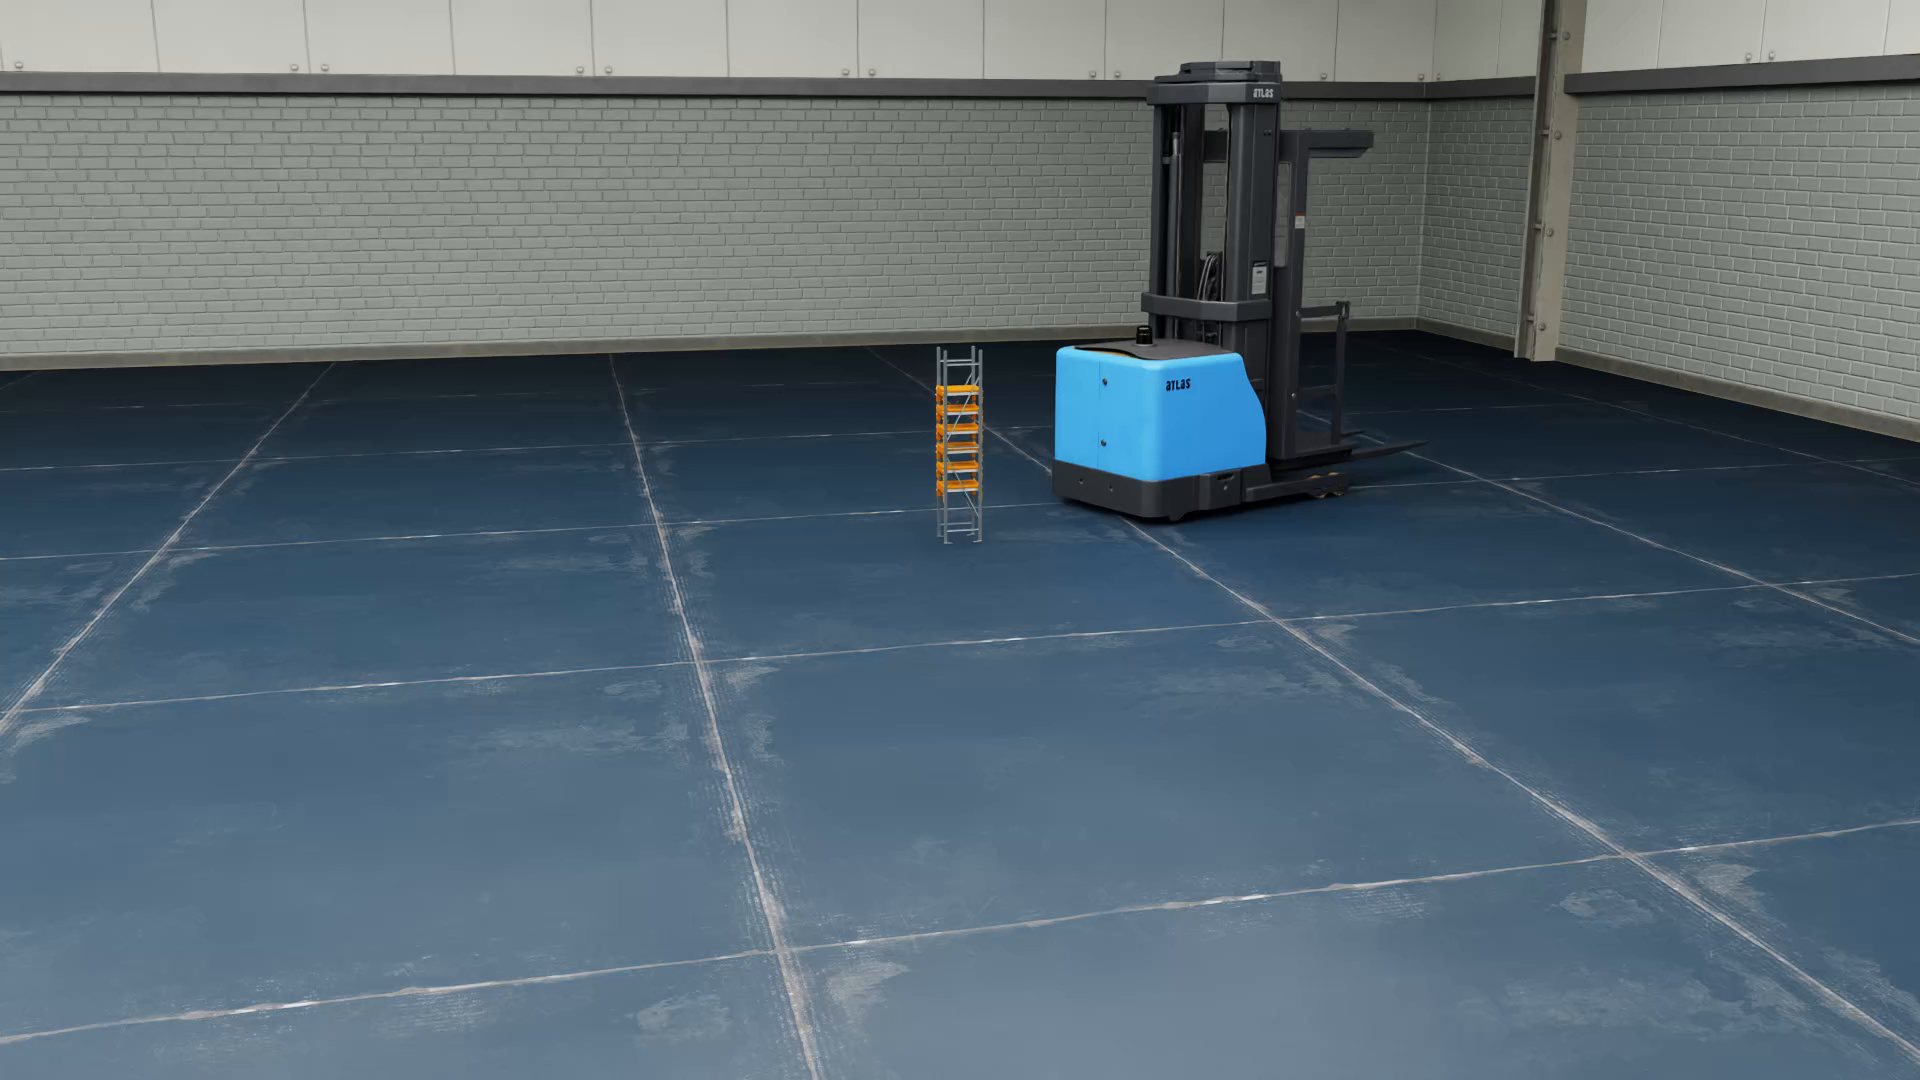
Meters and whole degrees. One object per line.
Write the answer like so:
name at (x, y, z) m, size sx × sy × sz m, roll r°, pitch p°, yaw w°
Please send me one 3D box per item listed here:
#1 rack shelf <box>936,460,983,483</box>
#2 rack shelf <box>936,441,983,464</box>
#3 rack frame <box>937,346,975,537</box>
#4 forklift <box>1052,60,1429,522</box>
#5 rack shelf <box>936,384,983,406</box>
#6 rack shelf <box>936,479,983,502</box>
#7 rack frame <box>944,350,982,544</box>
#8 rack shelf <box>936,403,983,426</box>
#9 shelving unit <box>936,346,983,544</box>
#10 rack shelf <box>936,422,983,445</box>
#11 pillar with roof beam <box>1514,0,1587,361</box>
rack shelf at (-0.003, -0.426, 10.337) m, size 0.258 × 0.103 × 0.180 m, roll -3°, pitch 14°, yaw -13°
rack shelf at (-0.003, -0.543, 10.309) m, size 0.258 × 0.103 × 0.180 m, roll -3°, pitch 14°, yaw -13°
rack frame at (-0.025, -0.607, 10.385) m, size 0.240 × 1.200 × 0.006 m, roll -3°, pitch 14°, yaw -13°
forklift at (2.122, -1.799, 11.617) m, size 3.031 × 2.935 × 1.130 m, roll -10°, pitch 17°, yaw -35°
rack shelf at (-0.003, -0.893, 10.223) m, size 0.258 × 0.103 × 0.180 m, roll -3°, pitch 14°, yaw -13°
rack shelf at (-0.003, -0.310, 10.366) m, size 0.258 × 0.103 × 0.180 m, roll -3°, pitch 14°, yaw -13°
rack frame at (0.018, -0.565, 10.212) m, size 0.240 × 1.200 × 0.006 m, roll -3°, pitch 14°, yaw -13°
rack shelf at (-0.003, -0.776, 10.252) m, size 0.258 × 0.103 × 0.180 m, roll -3°, pitch 14°, yaw -13°
shelving unit at (-0.003, -0.586, 10.298) m, size 0.258 × 1.200 × 0.189 m, roll -3°, pitch 14°, yaw -13°
rack shelf at (-0.003, -0.660, 10.280) m, size 0.258 × 0.103 × 0.180 m, roll -3°, pitch 14°, yaw -13°
pillar with roof beam at (2.332, -6.186, 16.787) m, size 9.100 × 9.000 × 0.400 m, roll -3°, pitch 14°, yaw -13°
